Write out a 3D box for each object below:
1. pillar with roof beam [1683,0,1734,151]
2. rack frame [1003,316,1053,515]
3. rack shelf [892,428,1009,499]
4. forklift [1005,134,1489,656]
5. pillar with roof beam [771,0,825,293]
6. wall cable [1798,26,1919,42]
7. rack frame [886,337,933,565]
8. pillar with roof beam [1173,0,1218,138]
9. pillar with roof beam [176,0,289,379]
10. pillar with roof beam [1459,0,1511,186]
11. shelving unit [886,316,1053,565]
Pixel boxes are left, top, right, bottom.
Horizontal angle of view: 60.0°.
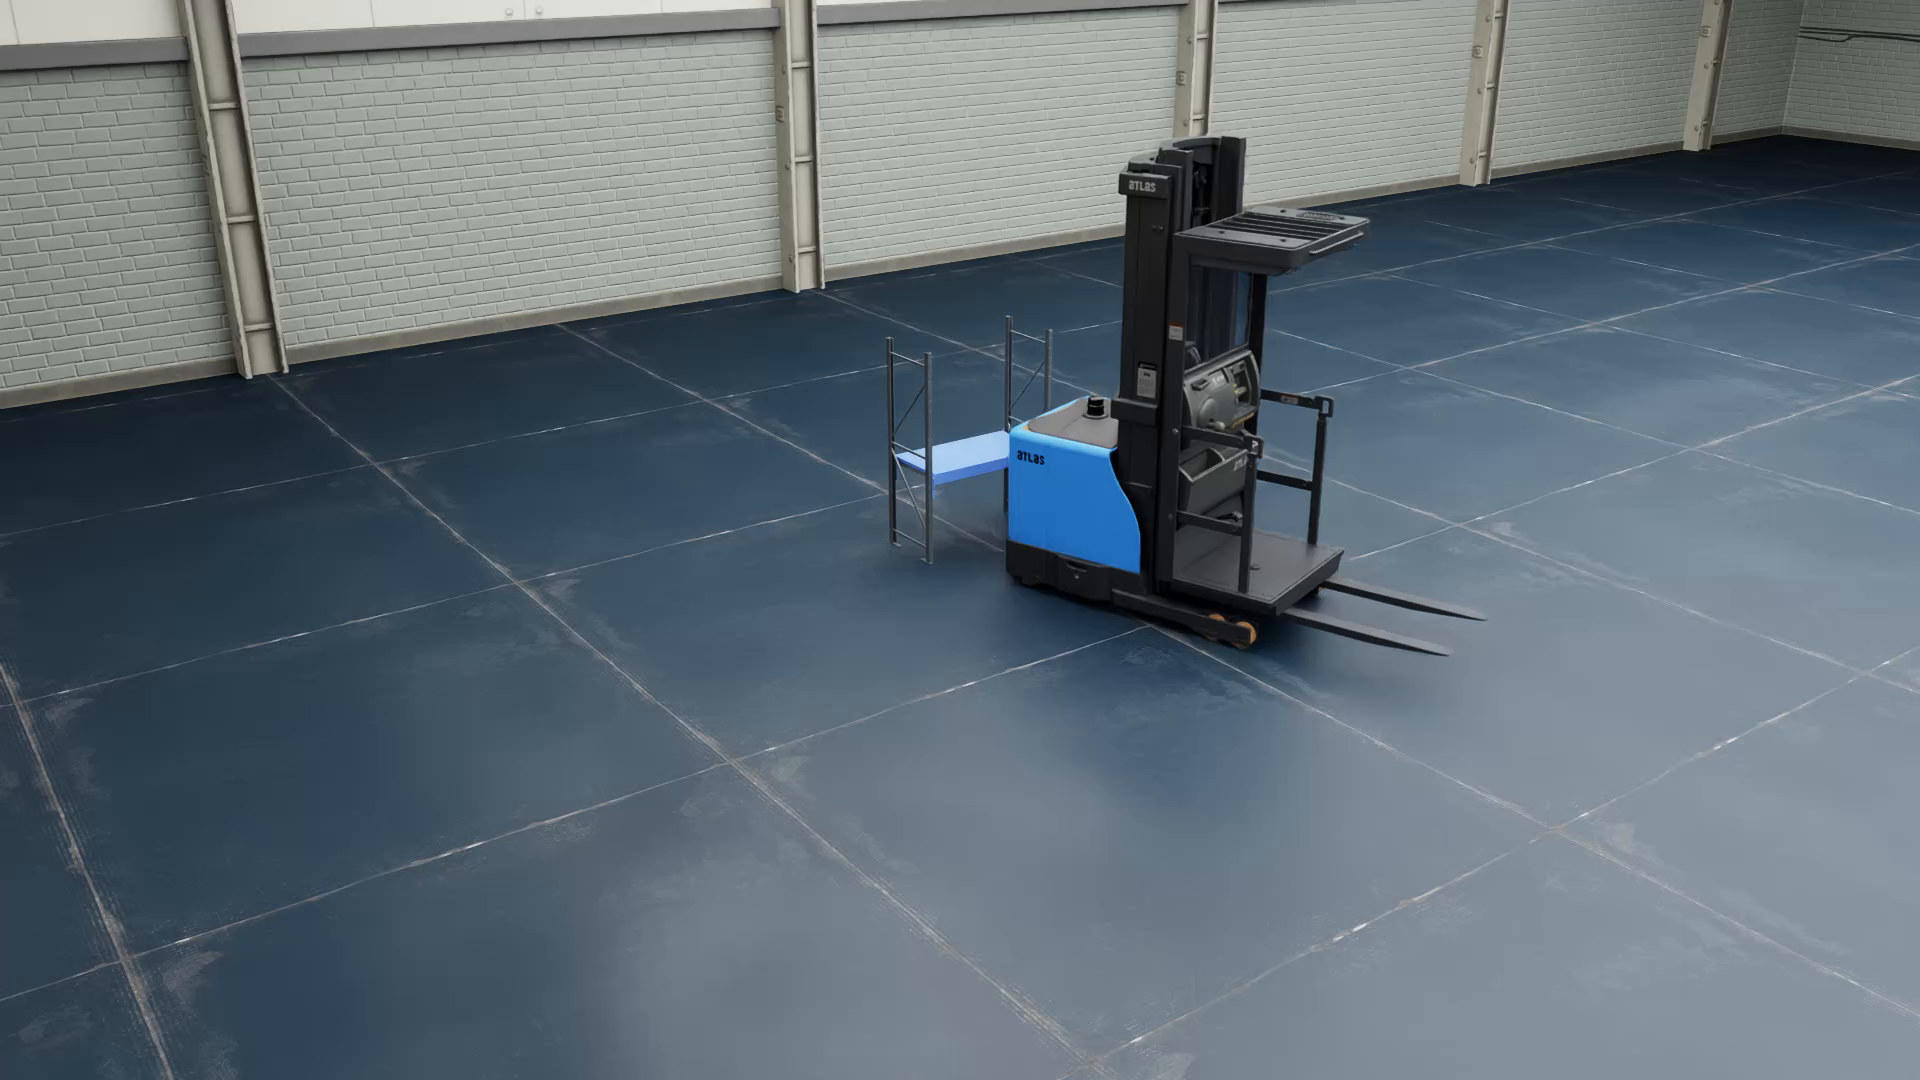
[{"bbox_3d":[15.322,-9.690,24.038,0.400,9.000,9.100,-15,26,-33],"label":"pillar with roof beam"},{"bbox_3d":[0.482,-0.825,11.940,0.032,1.500,0.500,-15,26,-33],"label":"rack frame"},{"bbox_3d":[0.069,-0.548,11.731,1.000,0.185,0.538,-15,26,-33],"label":"rack shelf"},{"bbox_3d":[1.798,-0.915,10.235,3.031,2.935,1.130,15,26,33],"label":"forklift"},{"bbox_3d":[0.711,-5.794,14.275,0.400,9.000,9.100,-15,26,-33],"label":"pillar with roof beam"},{"bbox_3d":[15.972,-9.783,28.461,0.112,2.526,3.097,-15,26,-33],"label":"wall cable"},{"bbox_3d":[-0.343,-0.605,11.389,0.032,1.500,0.500,-15,26,-33],"label":"rack frame"},{"bbox_3d":[5.581,-7.093,17.529,0.400,9.000,9.100,-15,26,-33],"label":"pillar with roof beam"},{"bbox_3d":[-4.160,-4.495,11.020,0.400,9.000,9.100,-15,26,-33],"label":"pillar with roof beam"},{"bbox_3d":[10.452,-8.391,20.784,0.400,9.000,9.100,-15,26,-33],"label":"pillar with roof beam"},{"bbox_3d":[0.069,-0.715,11.665,1.048,1.500,0.538,-15,26,-33],"label":"shelving unit"}]
